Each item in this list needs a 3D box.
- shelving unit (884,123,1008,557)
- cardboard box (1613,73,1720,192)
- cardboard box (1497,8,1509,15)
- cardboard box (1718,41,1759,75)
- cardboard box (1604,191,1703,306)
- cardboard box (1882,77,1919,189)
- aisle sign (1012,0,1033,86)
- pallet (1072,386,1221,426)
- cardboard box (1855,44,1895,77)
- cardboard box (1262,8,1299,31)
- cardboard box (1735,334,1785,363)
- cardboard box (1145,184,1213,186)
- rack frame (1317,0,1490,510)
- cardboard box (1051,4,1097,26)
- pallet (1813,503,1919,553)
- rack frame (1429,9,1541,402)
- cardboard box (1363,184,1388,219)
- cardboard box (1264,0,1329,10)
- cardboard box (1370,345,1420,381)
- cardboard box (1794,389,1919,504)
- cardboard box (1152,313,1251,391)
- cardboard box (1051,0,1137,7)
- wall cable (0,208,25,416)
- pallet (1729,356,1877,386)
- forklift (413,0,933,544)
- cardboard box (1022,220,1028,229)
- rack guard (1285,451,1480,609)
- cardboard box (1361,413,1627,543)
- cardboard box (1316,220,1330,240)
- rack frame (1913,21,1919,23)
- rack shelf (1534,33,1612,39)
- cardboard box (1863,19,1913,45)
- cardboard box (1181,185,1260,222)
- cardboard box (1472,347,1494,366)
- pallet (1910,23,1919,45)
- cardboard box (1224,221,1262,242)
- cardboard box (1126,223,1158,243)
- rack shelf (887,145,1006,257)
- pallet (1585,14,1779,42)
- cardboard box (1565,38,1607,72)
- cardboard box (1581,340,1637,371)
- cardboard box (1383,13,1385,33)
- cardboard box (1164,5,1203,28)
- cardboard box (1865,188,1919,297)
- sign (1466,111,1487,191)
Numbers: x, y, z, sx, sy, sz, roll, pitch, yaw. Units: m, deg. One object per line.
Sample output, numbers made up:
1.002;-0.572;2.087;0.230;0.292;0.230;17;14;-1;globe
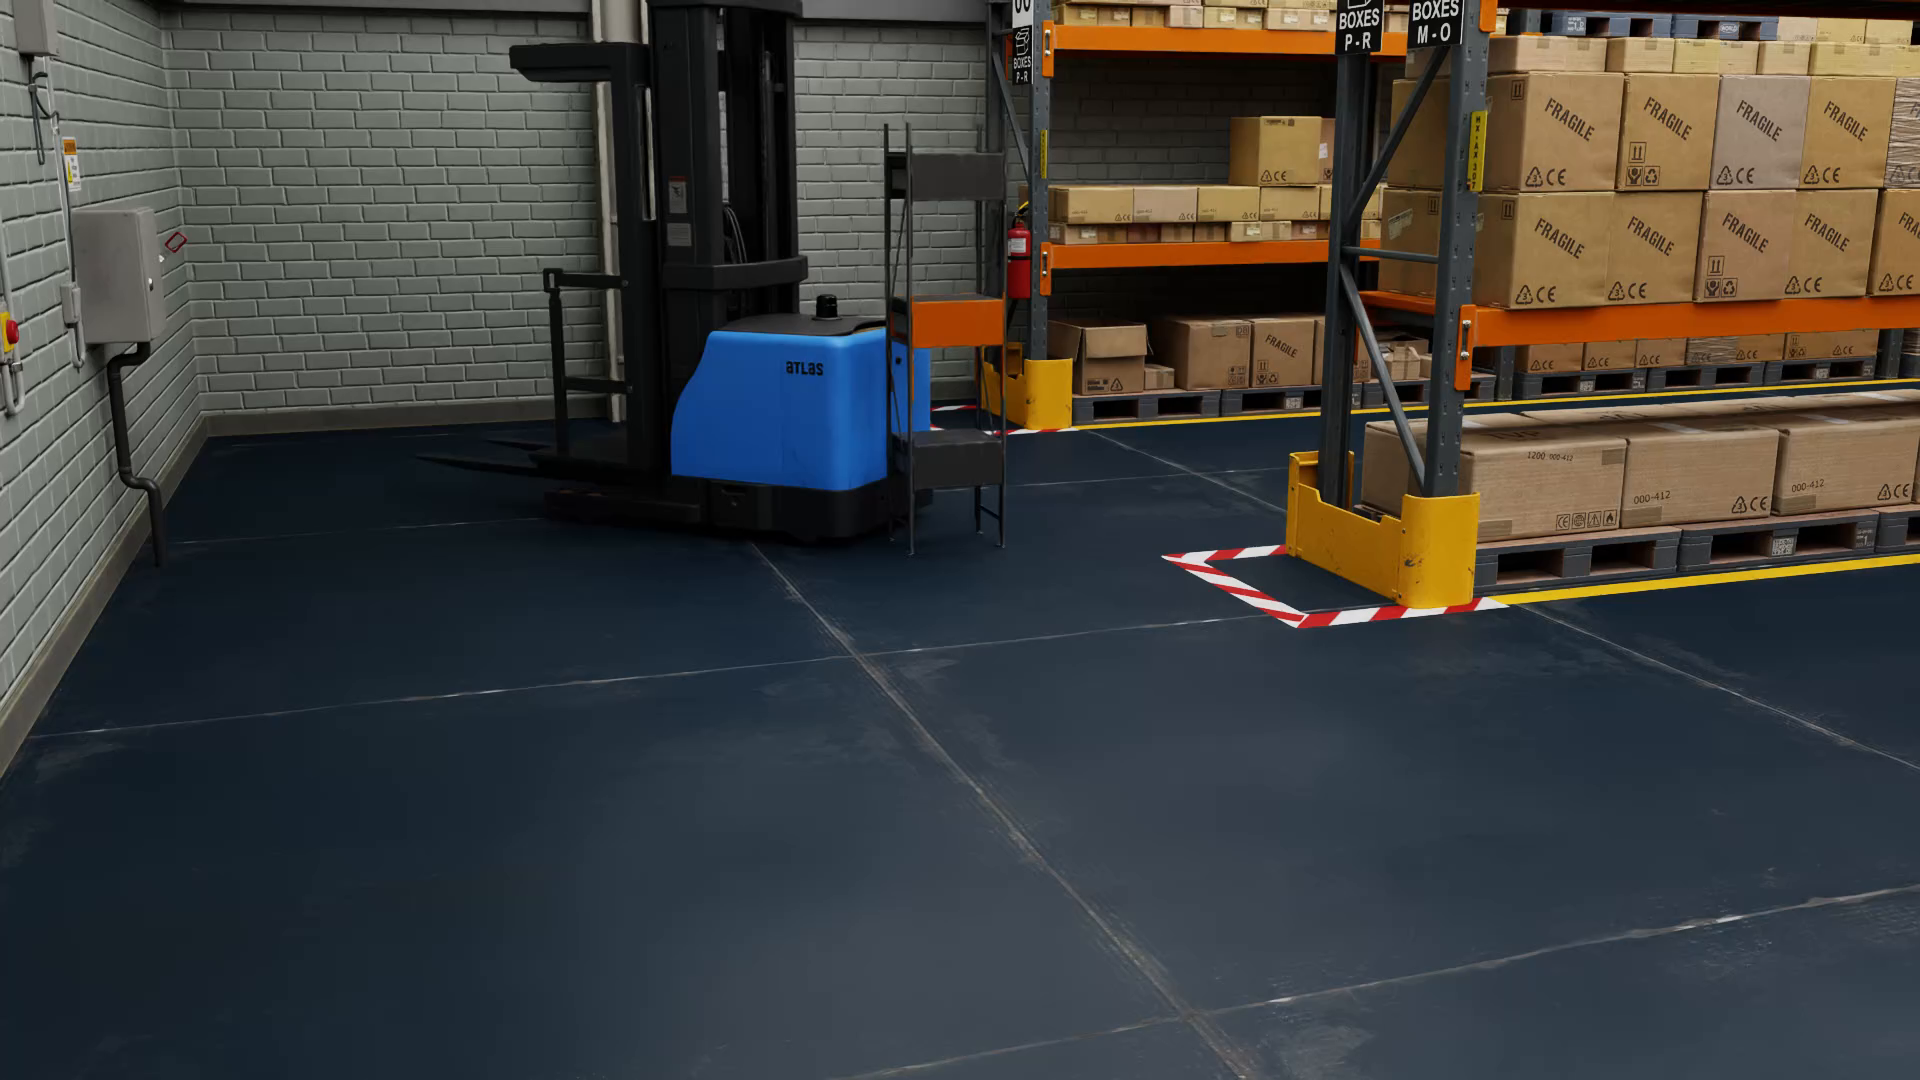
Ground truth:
-0.073;-1.001;8.312;0.503;2.100;0.431;-5;14;-18;shelving unit
3.027;-1.839;7.515;0.500;0.500;0.500;-5;14;-20;cardboard box
3.821;-4.115;12.661;0.500;0.250;0.500;-4;14;-18;cardboard box
3.403;-2.191;7.592;0.250;0.149;0.380;-4;14;-18;cardboard box
3.011;-1.356;7.645;0.500;0.500;0.500;-5;14;-19;cardboard box
4.463;-1.951;7.986;0.500;0.500;0.500;-4;14;-17;cardboard box
0.436;-3.575;11.572;0.004;0.787;0.394;-4;14;-18;aisle sign
1.235;-1.088;12.760;1.213;0.211;1.003;-4;14;-18;pallet
4.135;-2.243;7.811;0.250;0.149;0.380;-4;14;-18;cardboard box
2.267;-3.781;12.118;0.250;0.149;0.380;-4;14;-18;cardboard box
6.684;-1.806;14.248;0.500;0.500;0.500;-4;14;-16;cardboard box
1.718;-2.617;12.844;0.500;0.250;0.500;-4;14;-16;cardboard box
1.994;-1.291;7.589;0.127;3.000;1.000;-4;14;-18;rack frame
0.783;-3.689;11.731;0.250;0.149;0.380;-4;14;-17;cardboard box
5.039;-0.191;8.989;1.213;0.211;1.003;-4;14;-18;pallet
4.198;-2.675;13.406;0.127;3.000;1.000;-4;14;-18;rack frame
3.323;-2.615;12.837;0.500;0.250;0.500;-4;14;-18;cardboard box
2.362;-4.004;12.192;0.500;0.250;0.500;-5;14;-19;cardboard box
3.426;-1.417;13.119;0.258;0.266;0.396;-4;14;-16;cardboard box
5.156;-0.522;8.983;0.875;0.438;0.875;-5;14;-19;cardboard box
1.840;-1.447;12.737;0.500;0.500;0.700;-4;14;-16;cardboard box
0.915;-3.883;11.686;0.500;0.250;0.500;-5;14;-19;cardboard box
-3.343;-1.380;5.697;0.123;1.953;0.585;-4;14;-18;wall cable
7.270;-1.567;14.773;1.213;0.211;1.003;-4;14;-18;pallet
-1.703;-1.619;9.116;3.031;2.935;1.130;6;15;25;forklift
0.636;-2.341;12.544;0.250;0.149;0.380;-5;14;-19;cardboard box
1.971;-0.073;7.871;0.348;0.500;1.175;-4;14;-18;rack guard
2.587;-0.320;8.134;0.875;0.438;0.875;-5;14;-20;cardboard box
2.727;-2.392;12.761;0.250;0.149;0.380;-4;14;-17;cardboard box
7.989;-5.889;13.953;0.127;3.000;1.000;-4;14;-18;rack frame
6.094;-3.932;13.763;4.000;0.370;1.077;-4;14;-18;rack shelf
7.580;-4.265;13.934;0.500;0.250;0.500;-5;14;-20;cardboard box
1.880;-2.501;12.357;0.500;0.250;0.500;-5;14;-19;cardboard box
4.569;-1.764;14.072;0.500;0.500;0.500;-5;14;-18;cardboard box
8.604;-4.407;14.615;1.003;0.211;1.213;-4;14;-15;pallet
2.043;-2.306;12.397;0.250;0.149;0.380;-5;14;-20;cardboard box
1.271;-2.277;12.278;0.250;0.149;0.380;-5;14;-19;cardboard box
-0.073;-1.668;8.153;0.480;0.518;0.431;-5;14;-18;rack shelf
5.821;-4.153;13.543;1.003;0.211;1.213;-4;14;-18;pallet
2.644;-2.142;7.389;0.250;0.149;0.380;-4;14;-17;cardboard box
5.230;-1.691;13.764;0.500;0.500;0.500;-5;14;-19;cardboard box
2.964;-3.855;12.428;0.250;0.149;0.380;-4;14;-16;cardboard box
1.541;-3.725;11.883;0.250;0.149;0.380;-4;14;-17;cardboard box
4.469;-1.465;8.105;0.500;0.500;0.500;-5;14;-19;cardboard box
2.165;-1.629;6.966;0.005;0.325;0.100;-4;14;-18;sign
